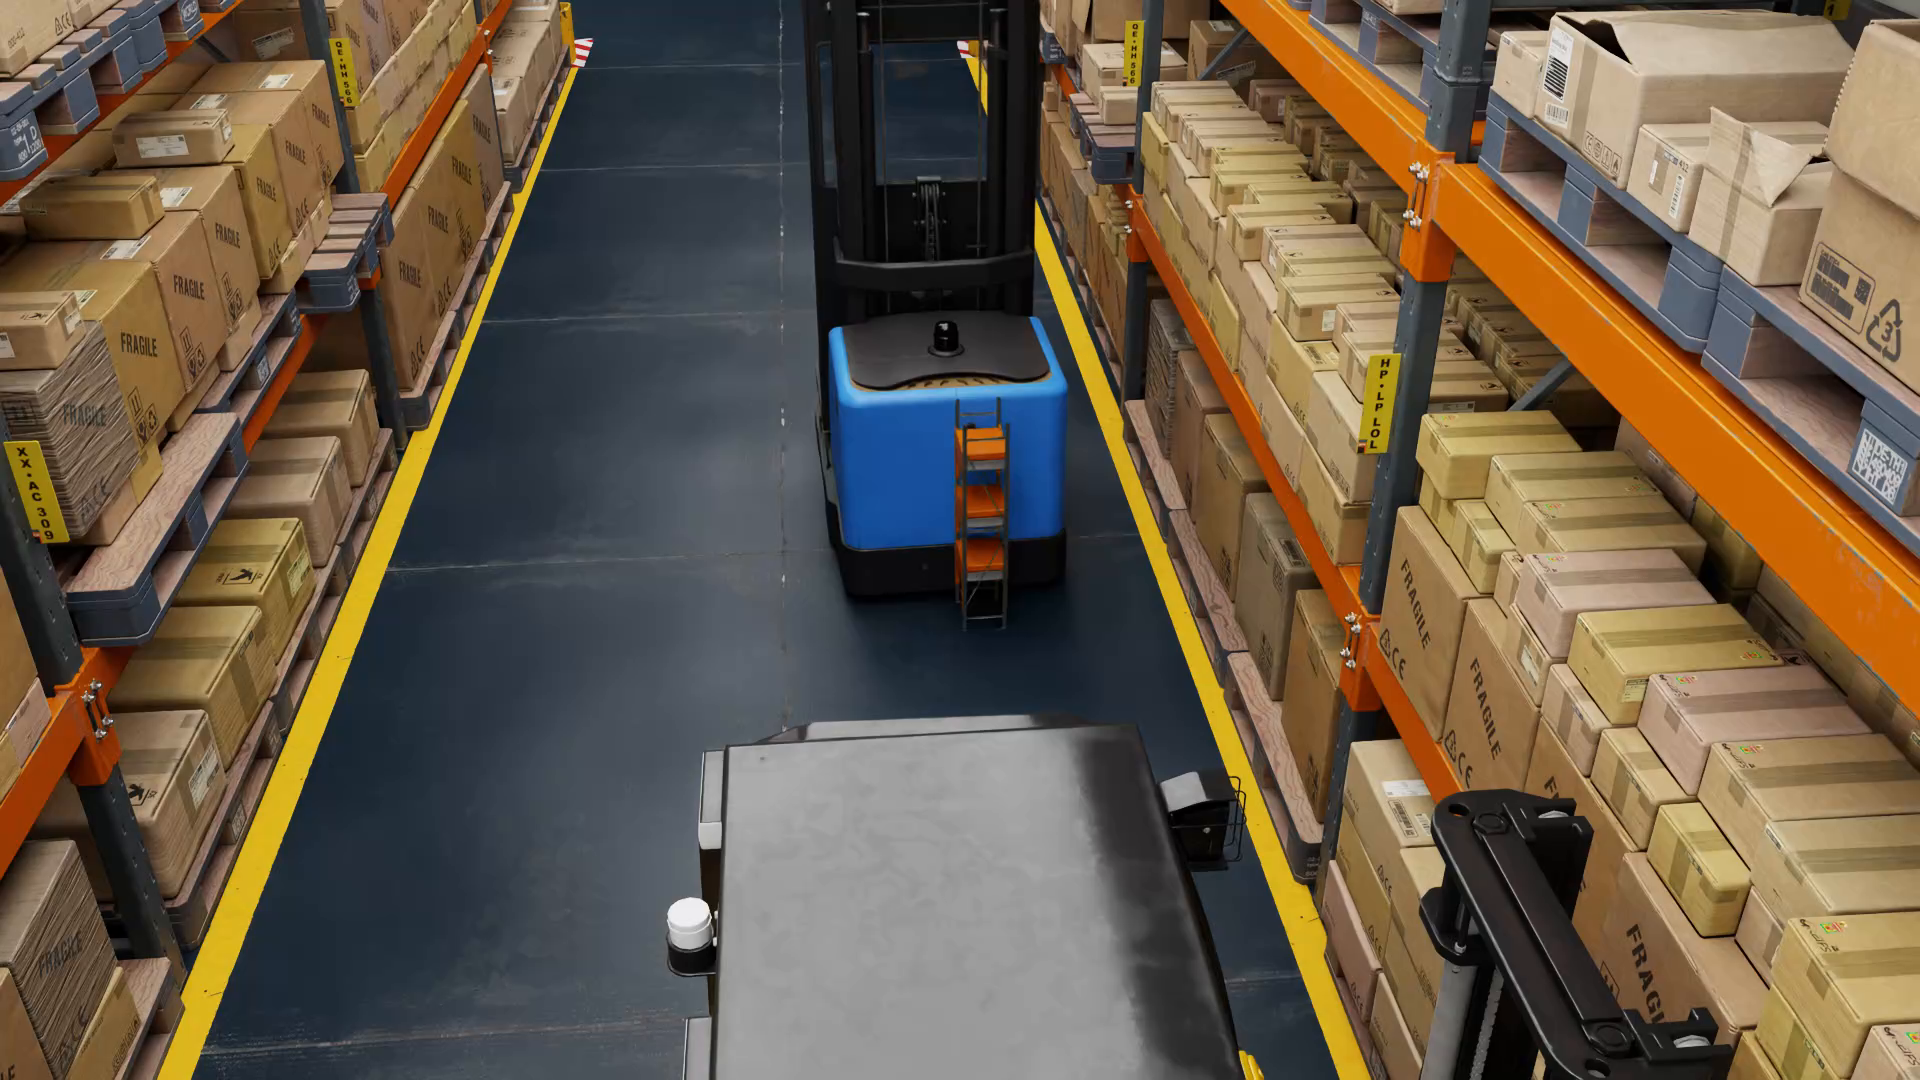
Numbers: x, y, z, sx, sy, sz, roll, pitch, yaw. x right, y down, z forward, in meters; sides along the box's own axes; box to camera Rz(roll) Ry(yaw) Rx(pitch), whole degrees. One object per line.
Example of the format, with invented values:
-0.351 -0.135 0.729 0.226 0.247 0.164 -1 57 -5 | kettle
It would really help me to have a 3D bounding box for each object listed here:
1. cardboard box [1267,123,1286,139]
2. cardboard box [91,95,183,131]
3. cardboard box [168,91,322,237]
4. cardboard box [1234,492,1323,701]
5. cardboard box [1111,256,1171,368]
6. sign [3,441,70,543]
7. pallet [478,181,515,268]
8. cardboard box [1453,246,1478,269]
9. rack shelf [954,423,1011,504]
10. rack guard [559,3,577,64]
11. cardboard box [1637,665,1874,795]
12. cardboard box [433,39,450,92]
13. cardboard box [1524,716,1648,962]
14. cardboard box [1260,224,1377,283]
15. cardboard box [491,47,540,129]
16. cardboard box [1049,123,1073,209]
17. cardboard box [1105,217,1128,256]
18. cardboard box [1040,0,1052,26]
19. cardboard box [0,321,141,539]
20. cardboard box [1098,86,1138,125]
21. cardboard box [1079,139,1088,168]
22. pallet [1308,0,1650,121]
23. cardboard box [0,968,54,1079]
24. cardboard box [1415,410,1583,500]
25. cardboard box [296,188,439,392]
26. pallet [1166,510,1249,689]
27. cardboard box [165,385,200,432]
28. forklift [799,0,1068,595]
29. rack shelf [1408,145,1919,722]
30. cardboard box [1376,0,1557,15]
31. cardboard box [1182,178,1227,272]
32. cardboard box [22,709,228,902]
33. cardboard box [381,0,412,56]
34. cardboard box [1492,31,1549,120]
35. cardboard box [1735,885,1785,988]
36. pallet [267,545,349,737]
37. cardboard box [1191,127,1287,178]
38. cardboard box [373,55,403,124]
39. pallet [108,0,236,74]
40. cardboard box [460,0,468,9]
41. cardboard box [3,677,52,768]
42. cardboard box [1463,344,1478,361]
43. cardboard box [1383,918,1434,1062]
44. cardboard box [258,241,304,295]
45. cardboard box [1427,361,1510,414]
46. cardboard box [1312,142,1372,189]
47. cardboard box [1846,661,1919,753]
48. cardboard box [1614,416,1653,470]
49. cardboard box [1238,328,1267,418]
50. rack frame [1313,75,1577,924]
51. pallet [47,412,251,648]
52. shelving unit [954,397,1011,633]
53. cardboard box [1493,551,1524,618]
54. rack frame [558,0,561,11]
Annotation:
1.733 -1.948 8.244 0.500 0.250 0.500 -2 31 -3 | cardboard box
-3.660 -1.618 7.237 0.500 0.500 0.500 -1 31 -2 | cardboard box
-3.149 -1.642 7.277 0.500 0.500 0.500 -3 31 -5 | cardboard box
1.663 0.206 6.887 0.875 0.625 0.625 -3 31 -5 | cardboard box
1.161 -1.326 9.573 0.500 0.500 0.500 -2 31 -3 | cardboard box
-2.614 -0.133 4.703 0.100 0.325 0.005 -3 31 -5 | sign
-3.754 -2.228 11.775 1.003 0.211 1.213 -3 31 -5 | pallet
1.931 -1.007 6.281 0.380 0.149 0.250 -3 31 -5 | cardboard box
0.096 -0.335 7.255 0.215 0.259 0.240 -4 31 -6 | rack shelf
-4.277 -4.797 15.794 1.175 0.500 0.348 -3 31 -5 | rack guard
1.722 0.411 3.617 0.380 0.149 0.250 -3 31 -5 | cardboard box
-3.533 -3.016 10.520 0.500 0.250 0.500 -4 31 -6 | cardboard box
1.683 0.749 3.974 0.500 0.500 0.500 -3 31 -5 | cardboard box
1.386 -1.107 6.449 0.380 0.149 0.250 -2 31 -4 | cardboard box
-3.937 -3.679 13.573 0.875 0.438 0.875 -4 31 -6 | cardboard box
0.921 -2.634 11.762 0.500 0.500 0.500 -3 31 -5 | cardboard box
1.060 -1.777 9.695 0.380 0.149 0.250 -4 31 -7 | cardboard box
0.912 -3.757 11.107 0.700 0.500 0.500 -2 31 -4 | cardboard box
-2.912 -0.335 5.089 0.500 0.500 0.500 -2 31 -3 | cardboard box
0.971 -2.403 9.183 0.380 0.149 0.250 -2 31 -4 | cardboard box
0.994 -2.582 11.043 0.380 0.149 0.250 -2 31 -3 | cardboard box
1.693 -1.626 5.309 0.805 0.209 1.217 -4 31 -7 | pallet
-2.782 1.496 4.362 0.500 0.500 0.500 -2 31 -4 | cardboard box
1.523 -0.243 4.712 0.380 0.149 0.250 -2 31 -4 | cardboard box
-3.509 -1.398 9.328 0.875 0.875 0.875 -3 31 -5 | cardboard box
1.563 0.227 7.663 1.003 0.211 1.213 -3 31 -5 | pallet
-2.990 -0.503 6.003 0.380 0.149 0.250 -2 31 -4 | cardboard box
-0.208 -1.740 8.305 1.130 2.935 3.031 -4 31 -6 | forklift
1.975 0.071 2.982 1.077 0.370 4.000 -3 31 -5 | rack shelf
1.478 -1.802 4.996 0.500 0.311 0.500 -4 31 -6 | cardboard box
1.289 -1.402 7.330 0.500 0.250 0.500 -4 31 -6 | cardboard box
-3.205 0.949 5.889 0.950 0.372 0.625 -2 31 -4 | cardboard box
-3.419 -3.027 9.320 0.500 0.500 0.500 -2 31 -3 | cardboard box
1.528 -1.131 4.031 0.380 0.149 0.250 -2 31 -4 | cardboard box
1.773 0.801 3.255 0.380 0.149 0.250 -3 31 -5 | cardboard box
-3.345 0.444 7.301 1.003 0.211 1.213 -3 31 -5 | pallet
1.264 -1.759 7.539 0.380 0.149 0.250 -2 31 -4 | cardboard box
-3.376 -2.458 9.099 0.500 0.250 0.500 -2 31 -3 | cardboard box
-3.205 -1.788 5.577 1.213 0.211 1.003 -3 31 -5 | pallet
-3.618 -3.753 11.266 0.500 0.250 0.500 -3 31 -5 | cardboard box
-2.820 0.526 4.689 0.380 0.149 0.250 -3 31 -5 | cardboard box
1.959 -0.650 6.072 0.500 0.250 0.500 -3 31 -5 | cardboard box
1.575 1.333 4.877 0.500 0.250 0.500 -3 31 -5 | cardboard box
-3.042 -1.161 7.105 0.380 0.149 0.250 -2 31 -4 | cardboard box
1.535 -0.456 5.359 0.380 0.149 0.250 -2 31 -3 | cardboard box
1.785 -1.656 7.367 0.380 0.149 0.250 -3 31 -5 | cardboard box
2.206 0.384 3.662 0.380 0.149 0.250 -3 31 -5 | cardboard box
2.119 -0.272 4.760 0.380 0.149 0.250 -3 31 -4 | cardboard box
1.412 -0.663 6.581 0.500 0.250 0.500 -3 31 -4 | cardboard box
1.788 0.029 5.277 1.000 3.000 0.127 -3 31 -5 | rack frame
-3.080 -0.046 5.589 1.003 0.211 1.213 -3 31 -5 | pallet
0.096 -0.101 7.395 0.215 1.050 0.252 -4 31 -6 | shelving unit
1.634 0.147 4.349 0.380 0.149 0.250 -3 31 -5 | cardboard box
-4.275 -5.858 15.132 1.000 3.000 0.127 -3 31 -5 | rack frame
